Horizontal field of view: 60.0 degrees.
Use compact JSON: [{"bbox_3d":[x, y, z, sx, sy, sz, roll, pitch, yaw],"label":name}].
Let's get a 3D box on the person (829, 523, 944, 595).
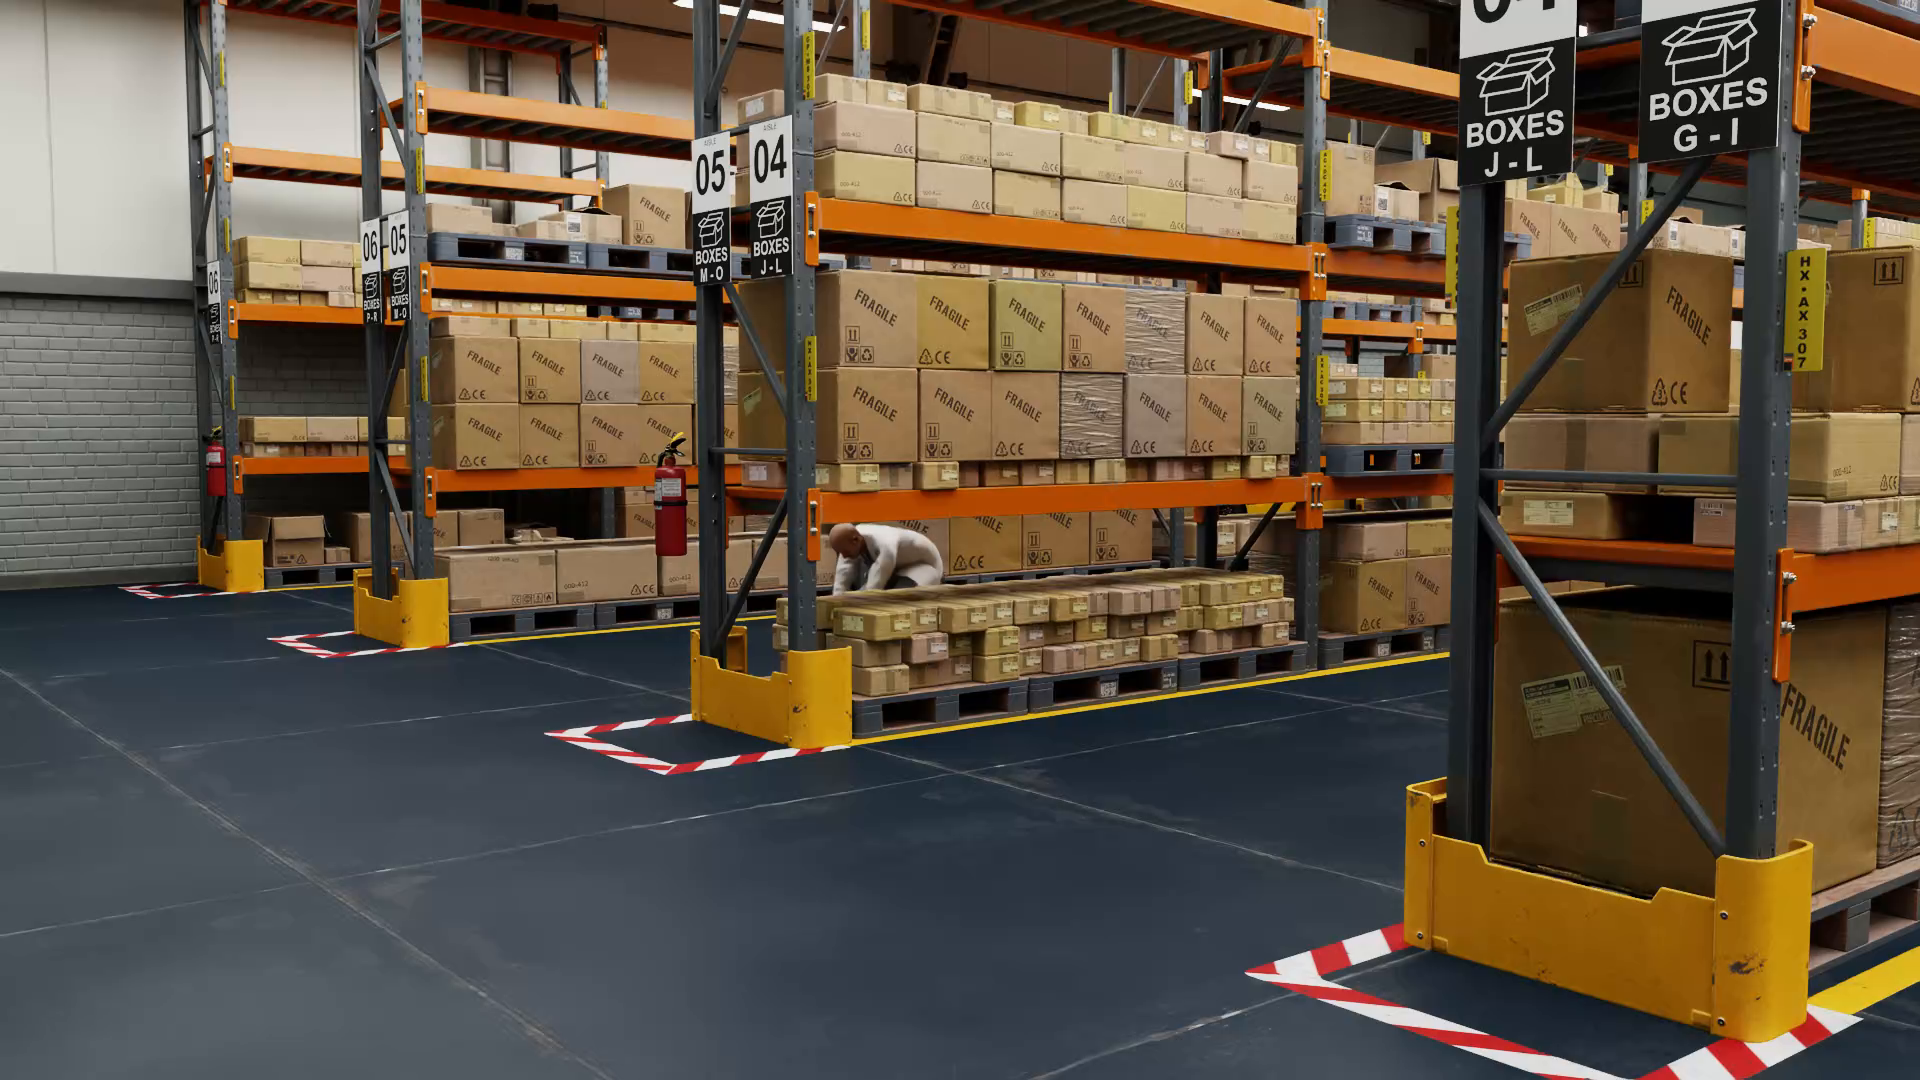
[{"bbox_3d":[-0.528,0.362,11.300,0.952,1.003,0.594,-4,6,-42],"label":"person"}]
